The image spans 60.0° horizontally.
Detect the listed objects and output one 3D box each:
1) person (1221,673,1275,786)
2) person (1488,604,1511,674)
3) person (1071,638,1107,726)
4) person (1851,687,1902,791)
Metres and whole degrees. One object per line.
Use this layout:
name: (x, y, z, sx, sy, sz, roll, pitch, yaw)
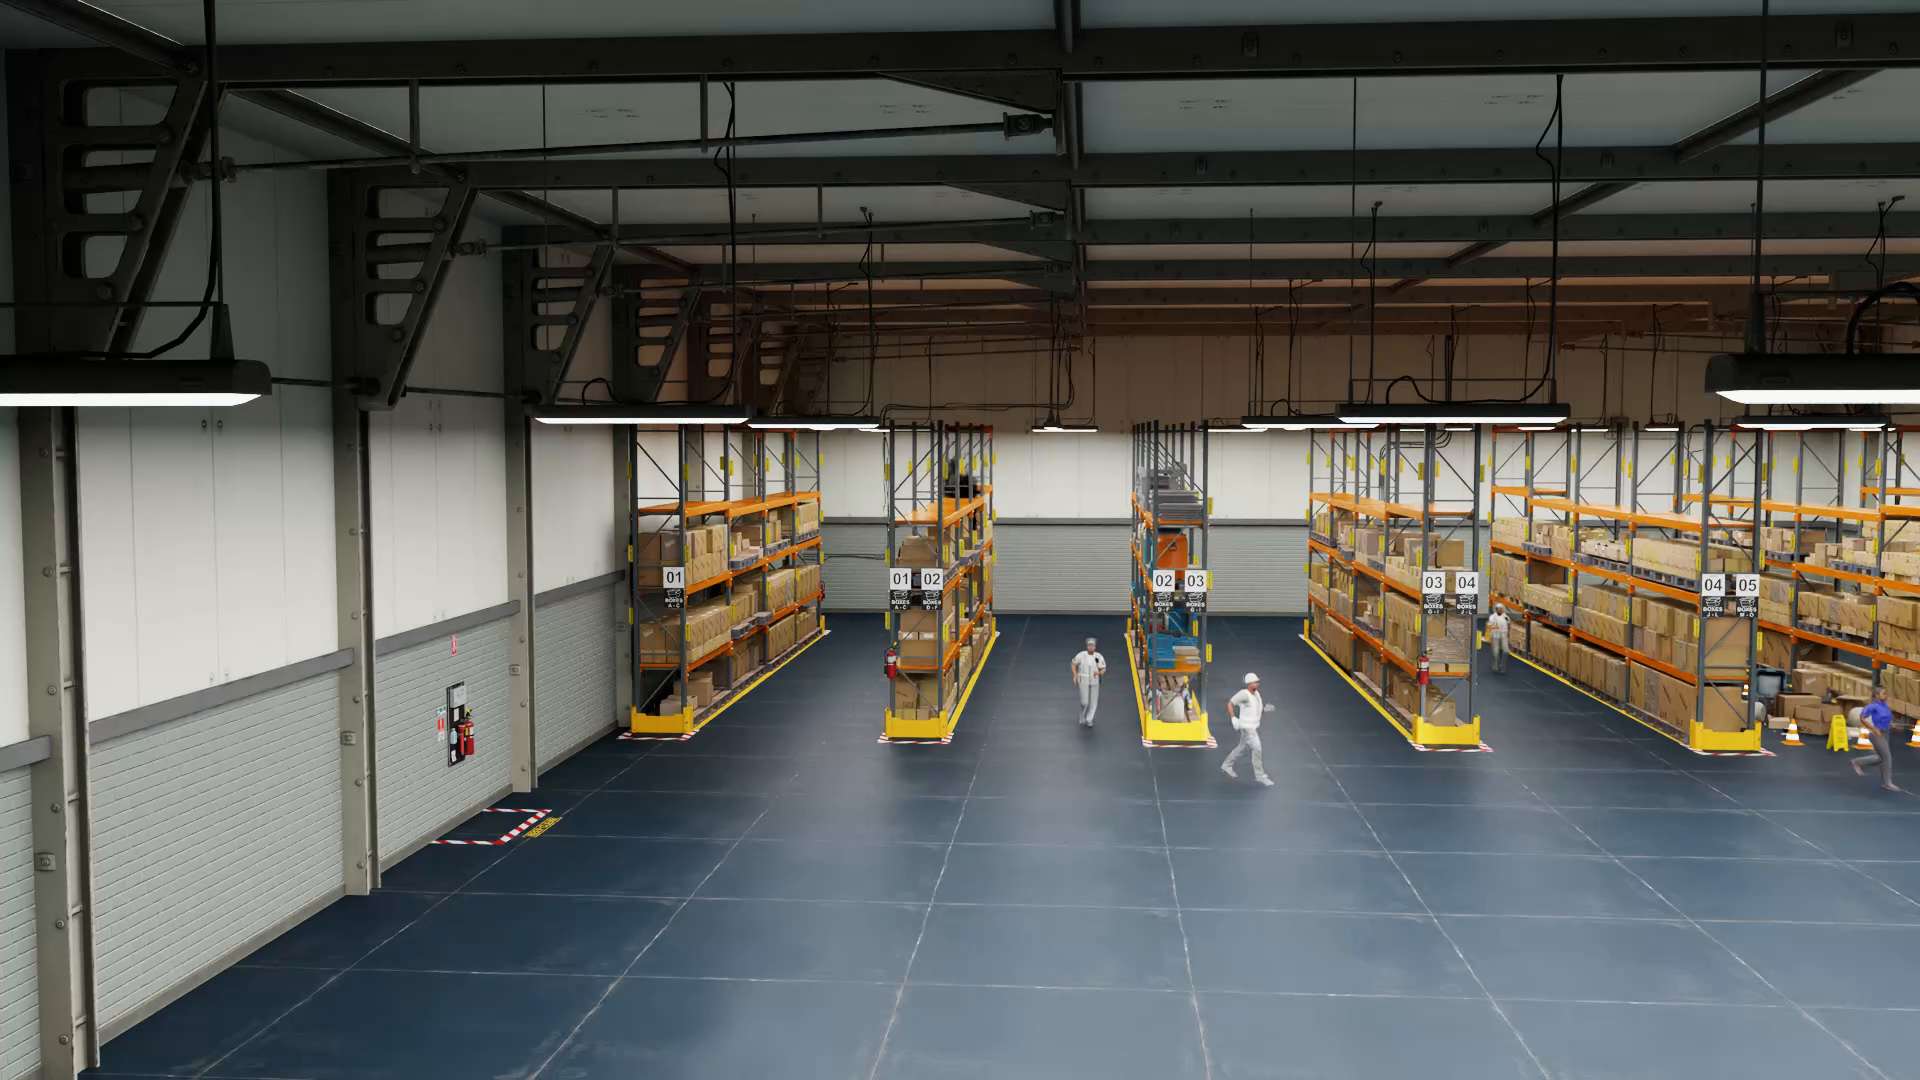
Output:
person: (4.715, 3.076, 27.239, 0.956, 1.803, 0.674, 2, 4, 28)
person: (12.960, 2.380, 39.915, 0.583, 1.700, 0.660, 0, 4, 7)
person: (2.538, 2.785, 32.549, 0.669, 1.741, 0.613, 0, 4, -4)
person: (14.909, 3.209, 27.040, 0.578, 1.650, 0.769, -3, 5, -37)
